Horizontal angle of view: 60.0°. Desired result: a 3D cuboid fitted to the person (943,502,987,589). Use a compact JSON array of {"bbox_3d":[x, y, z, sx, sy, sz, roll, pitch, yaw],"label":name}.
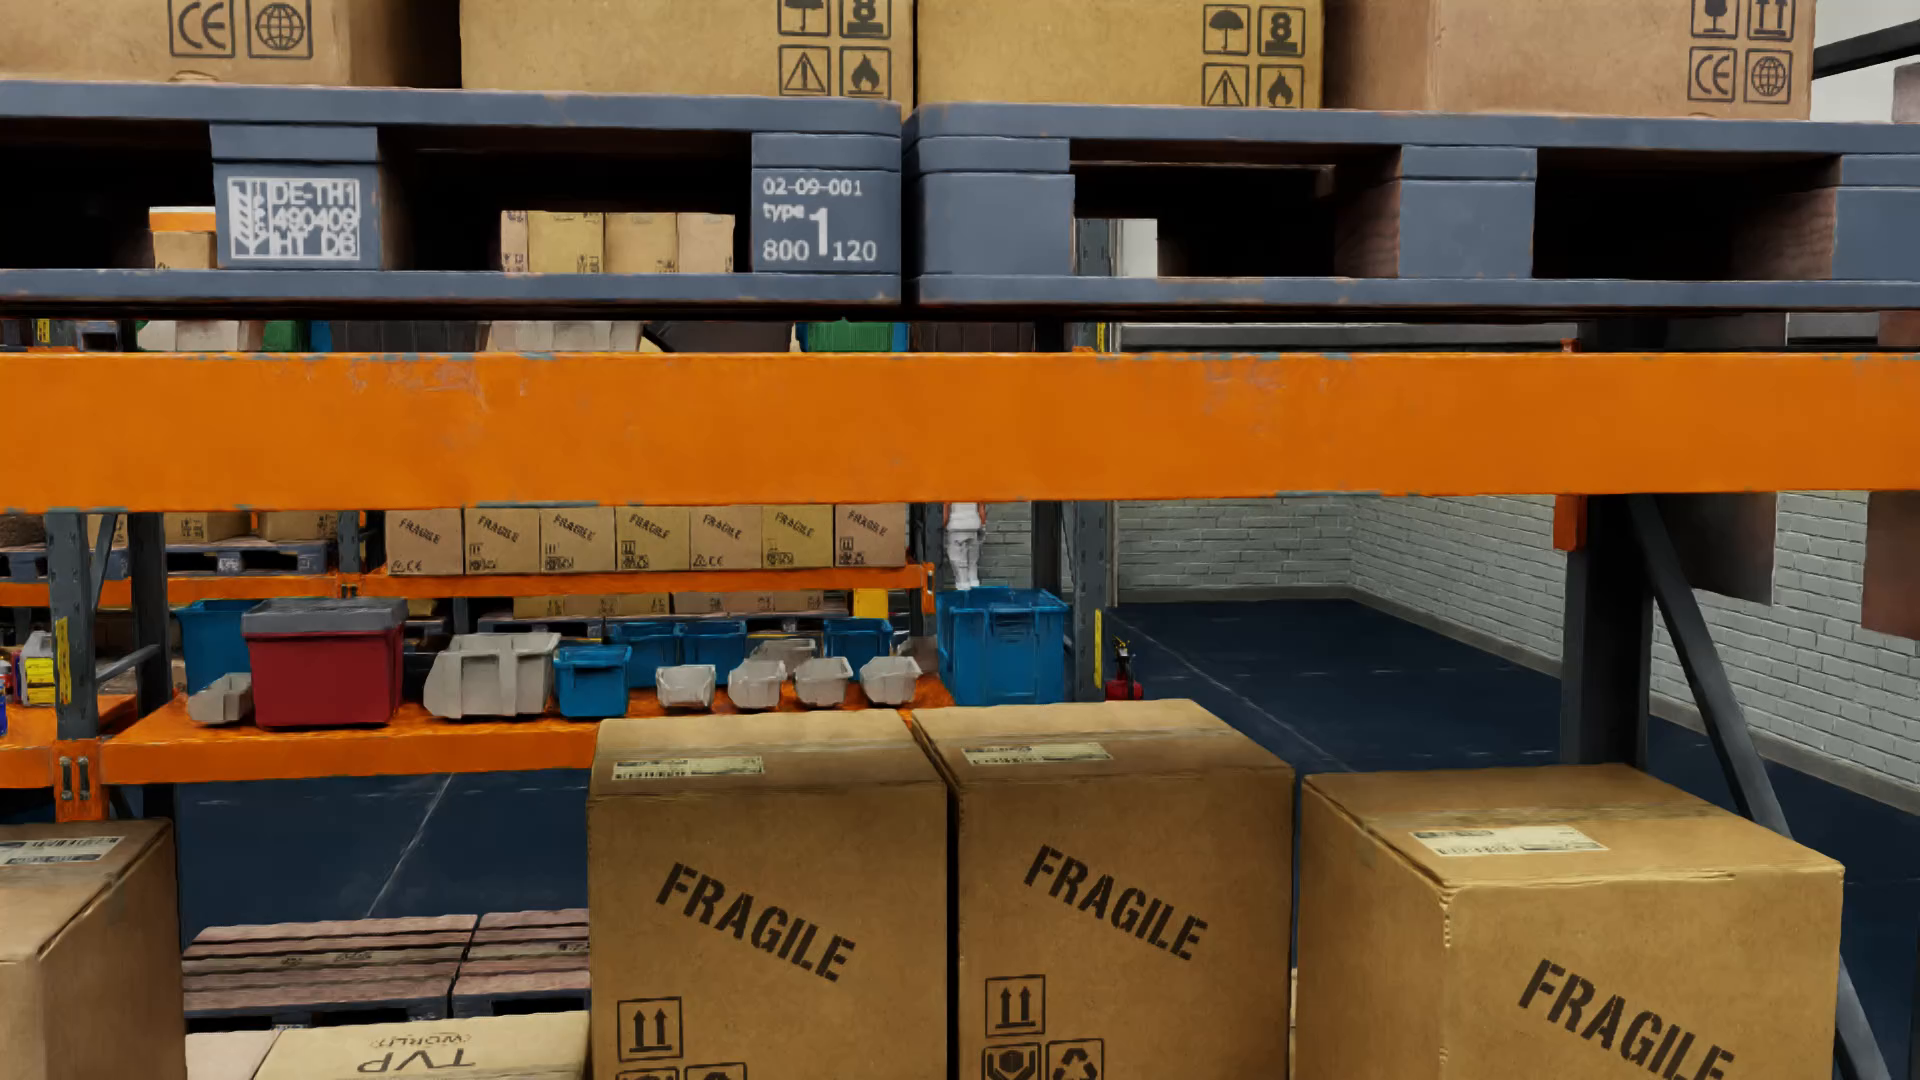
[{"bbox_3d":[0.003,-0.094,17.732,0.628,1.791,0.330,-5,8,-38],"label":"person"}]
